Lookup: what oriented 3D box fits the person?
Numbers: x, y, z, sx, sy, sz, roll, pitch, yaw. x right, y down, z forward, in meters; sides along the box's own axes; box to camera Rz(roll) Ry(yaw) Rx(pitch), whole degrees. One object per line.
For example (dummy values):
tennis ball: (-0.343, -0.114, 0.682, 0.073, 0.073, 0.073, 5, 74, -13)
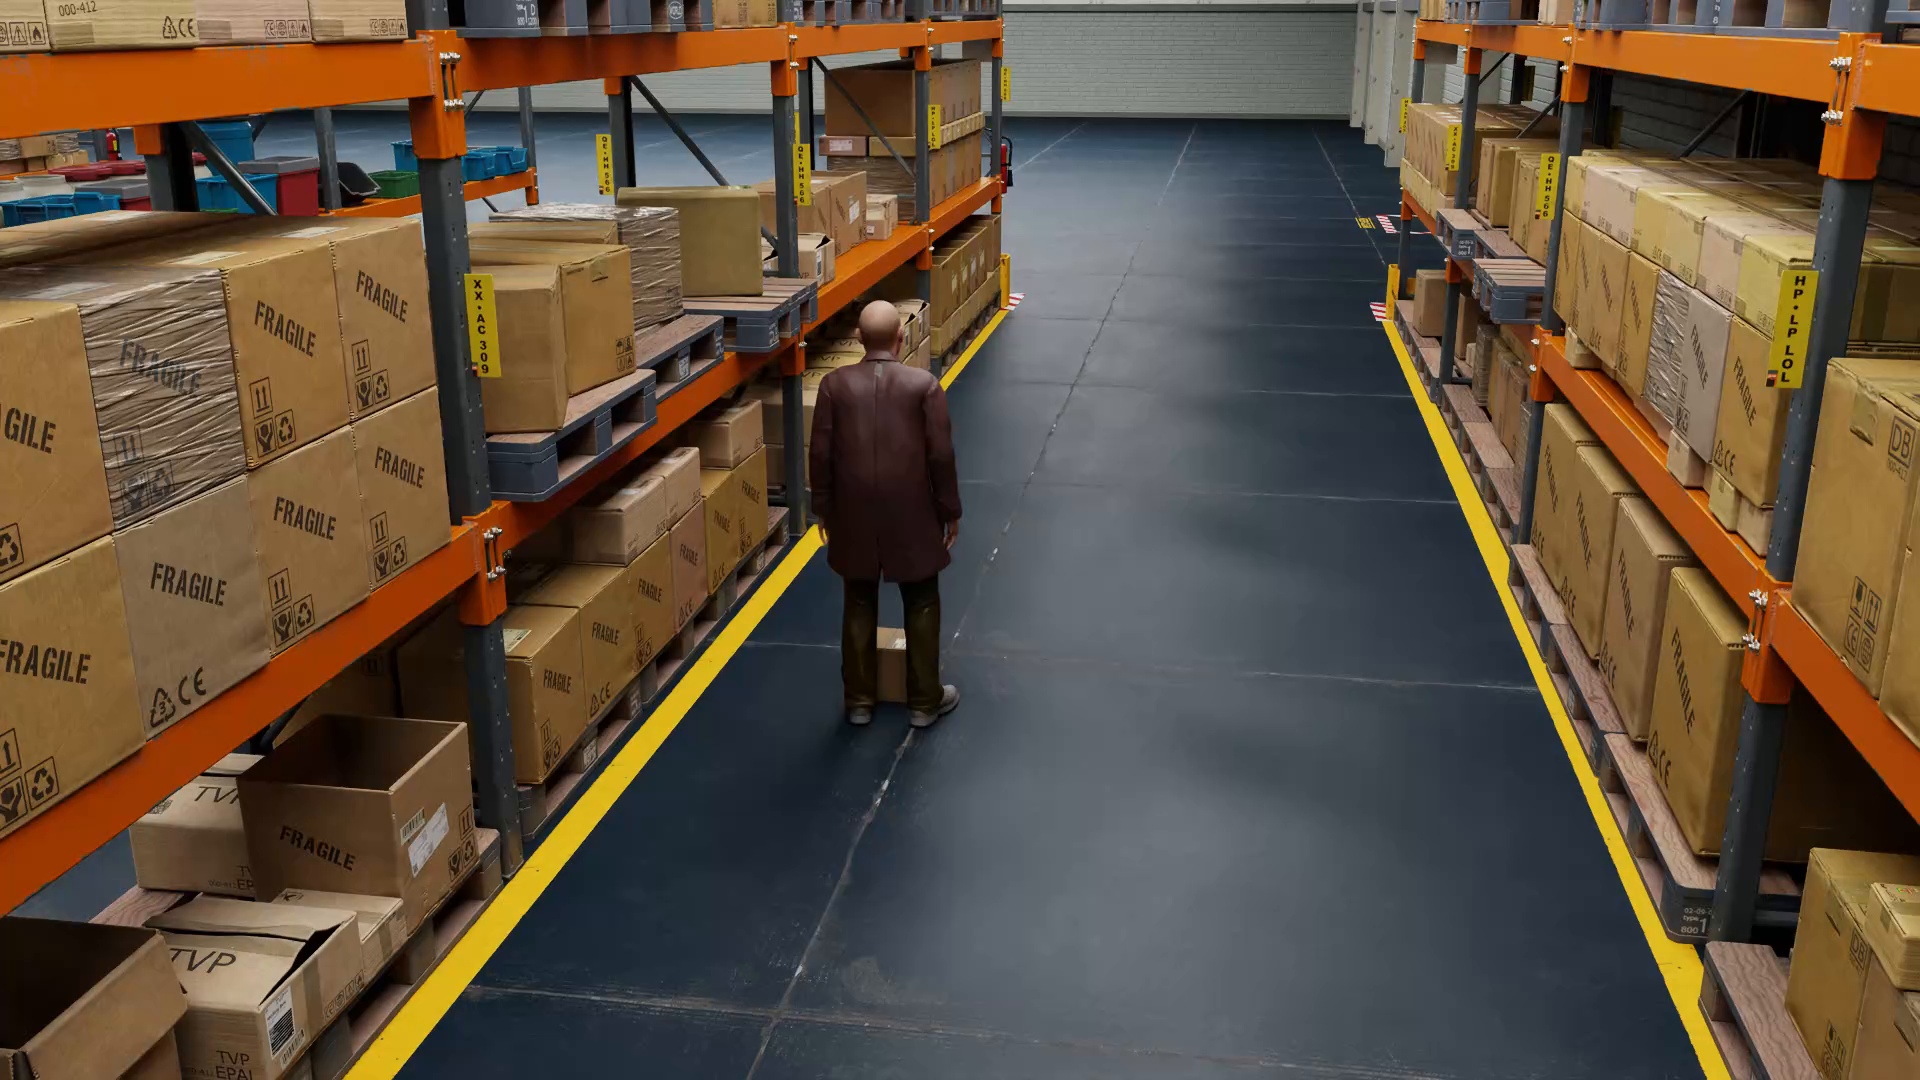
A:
person: (-0.305, -0.099, 6.888, 0.640, 1.773, 0.430, 3, 18, 8)
